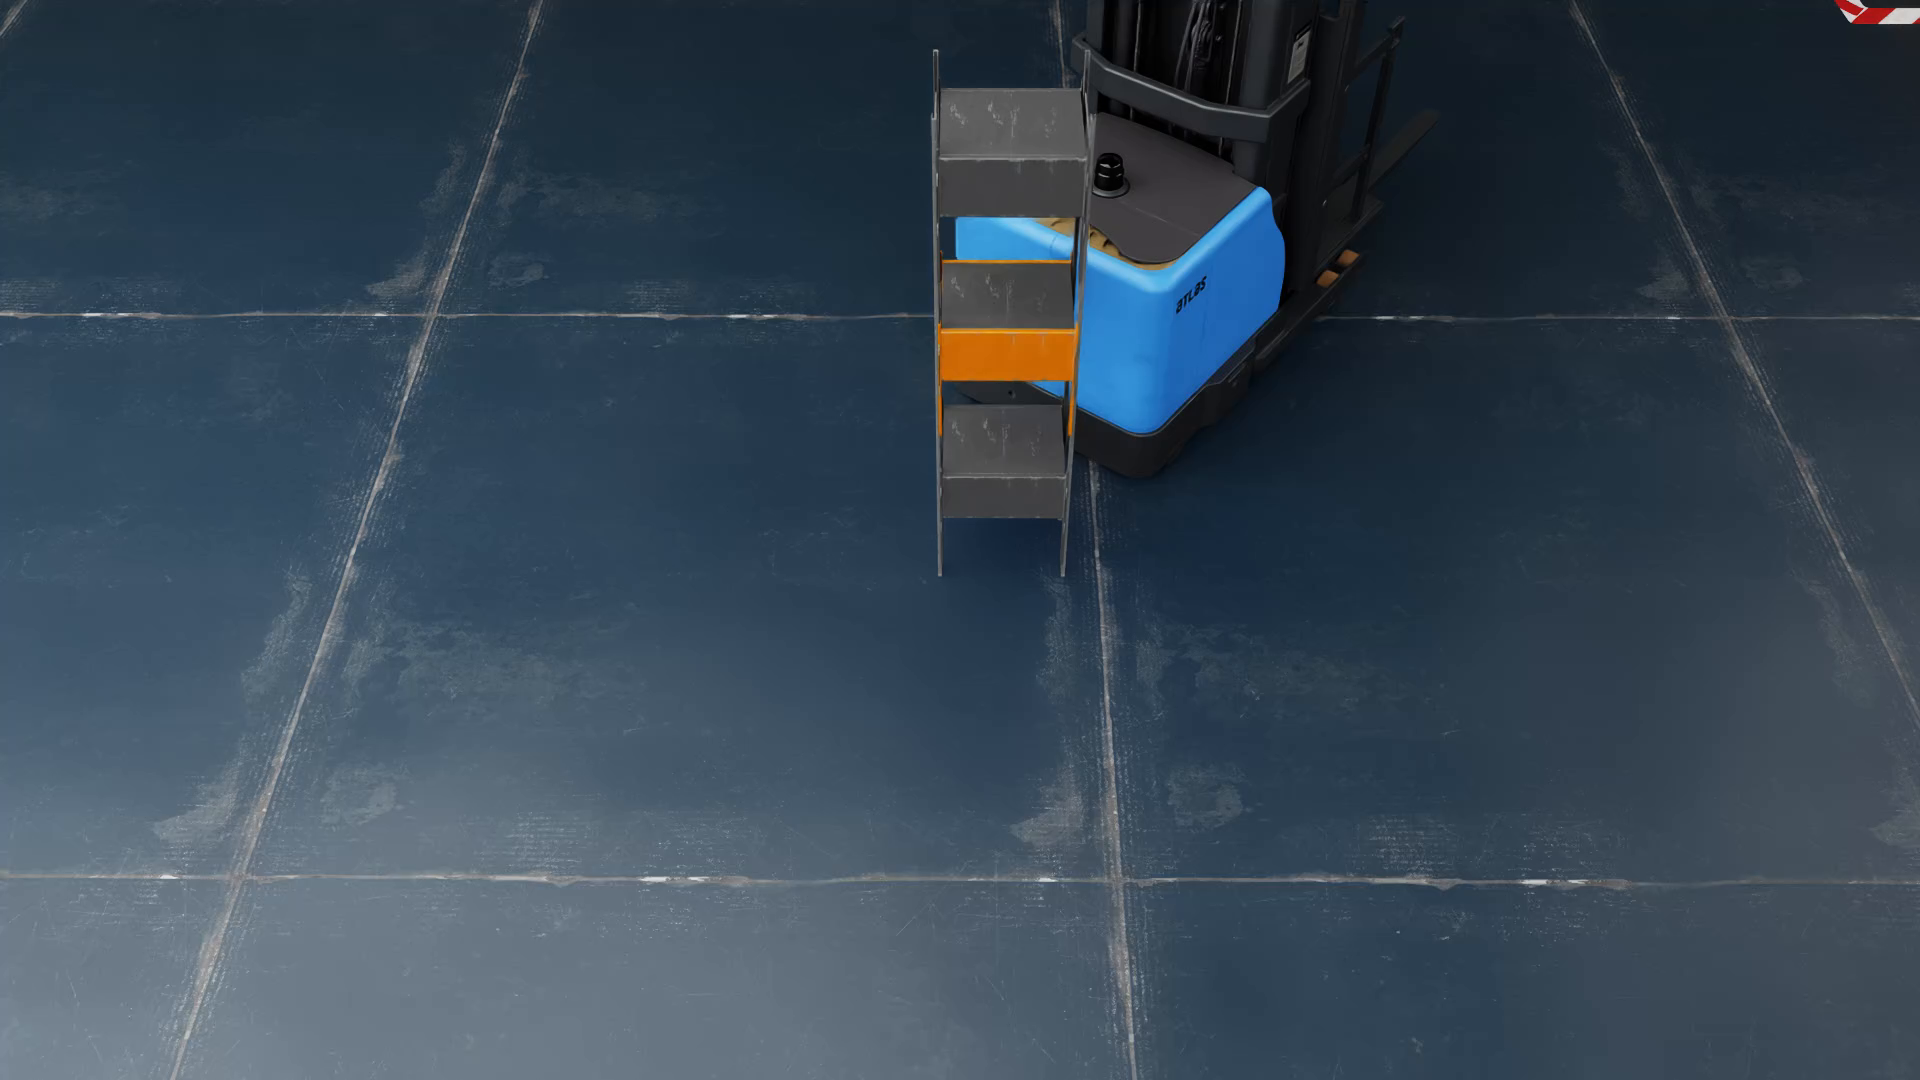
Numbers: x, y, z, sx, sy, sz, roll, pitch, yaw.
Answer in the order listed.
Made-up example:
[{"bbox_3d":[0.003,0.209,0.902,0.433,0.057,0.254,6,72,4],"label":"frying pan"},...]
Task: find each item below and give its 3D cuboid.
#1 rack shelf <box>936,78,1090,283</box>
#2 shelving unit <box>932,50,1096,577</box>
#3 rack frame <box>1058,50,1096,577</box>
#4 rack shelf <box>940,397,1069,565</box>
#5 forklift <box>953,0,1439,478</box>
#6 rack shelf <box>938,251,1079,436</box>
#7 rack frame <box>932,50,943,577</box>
[{"bbox_3d":[0.166,-1.183,5.479,0.480,0.518,0.431,0,47,0],"label":"rack shelf"},{"bbox_3d":[0.166,-0.715,5.981,0.503,2.100,0.431,0,47,0],"label":"shelving unit"},{"bbox_3d":[0.410,-0.714,5.980,0.015,2.100,0.400,0,47,0],"label":"rack frame"},{"bbox_3d":[0.166,-0.229,6.503,0.480,0.518,0.431,0,47,0],"label":"rack shelf"},{"bbox_3d":[1.259,-2.287,6.876,1.130,2.935,3.031,29,53,24],"label":"forklift"},{"bbox_3d":[0.166,-0.706,5.991,0.480,0.518,0.431,0,47,0],"label":"rack shelf"},{"bbox_3d":[-0.078,-0.716,5.982,0.015,2.100,0.400,0,47,0],"label":"rack frame"}]
